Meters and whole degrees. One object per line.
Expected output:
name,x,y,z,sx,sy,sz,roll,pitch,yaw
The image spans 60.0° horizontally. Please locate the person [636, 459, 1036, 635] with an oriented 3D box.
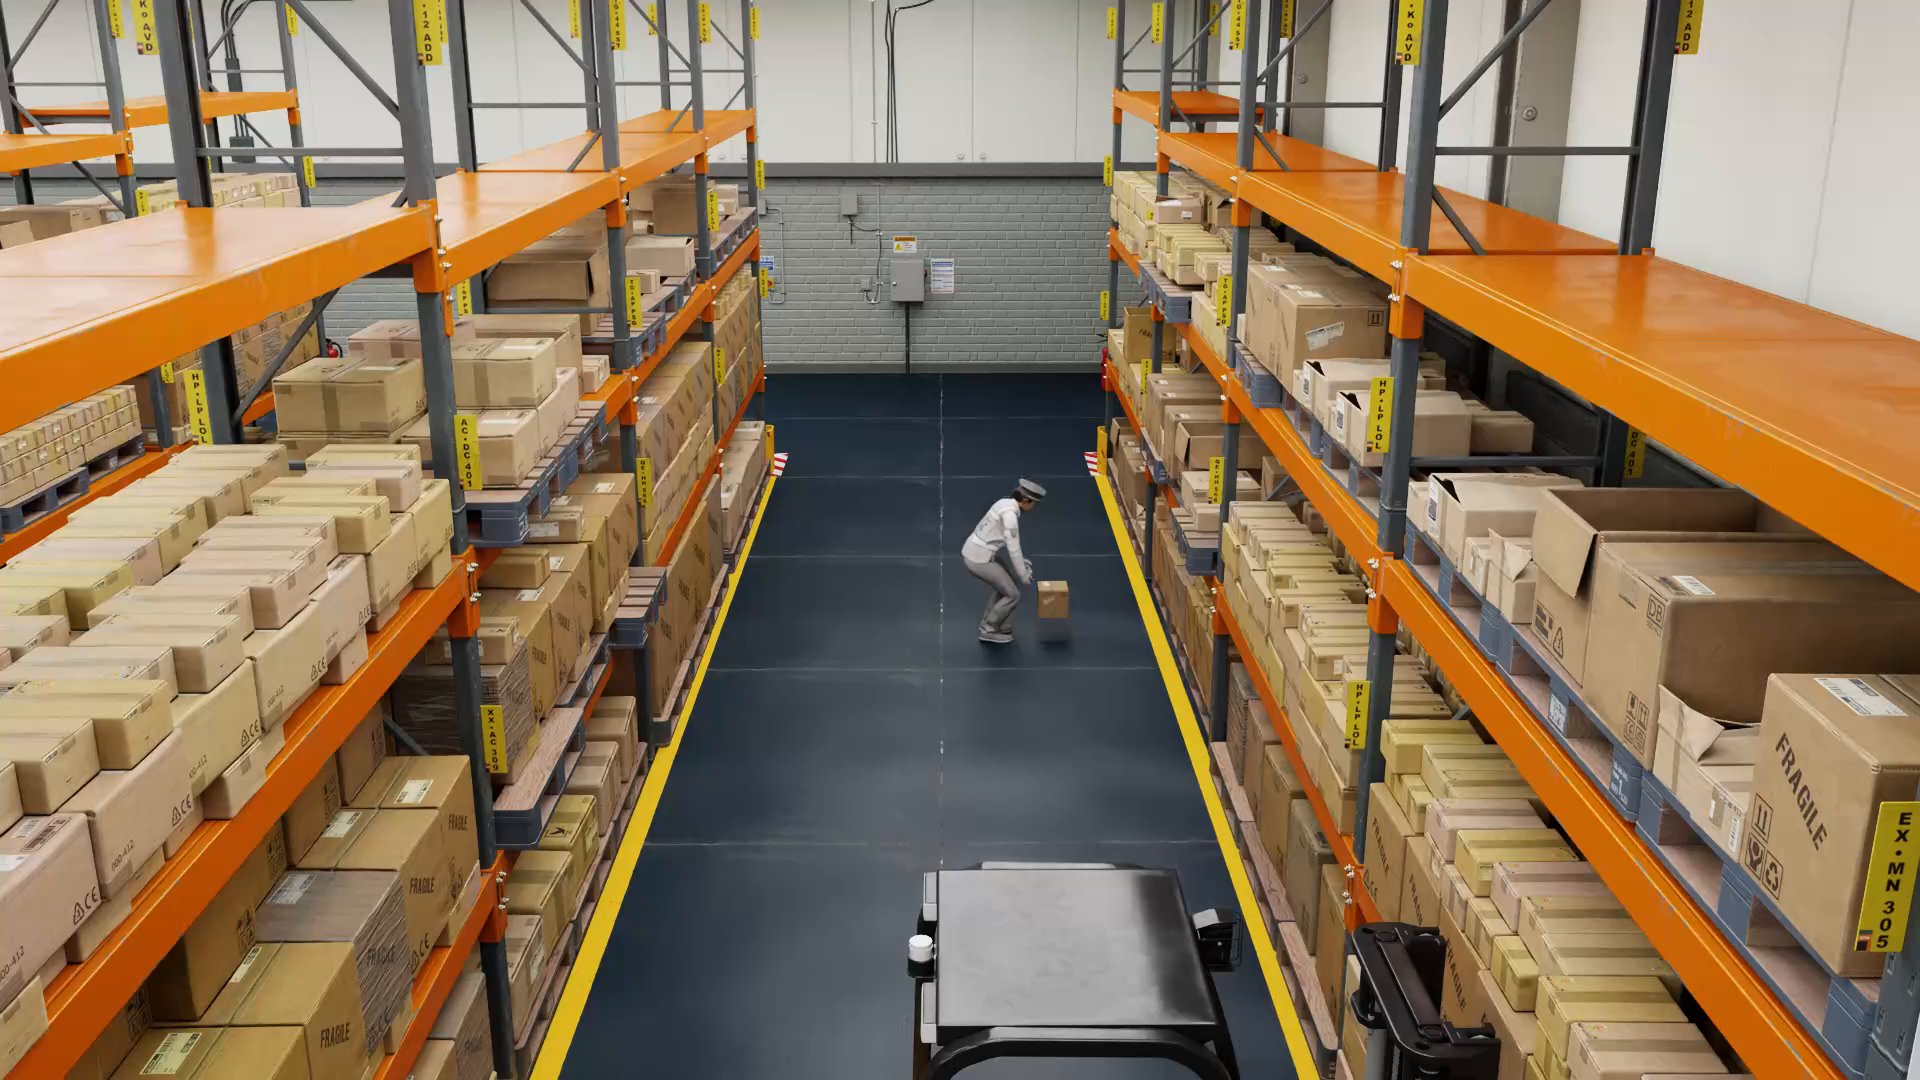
person,-2.796,0.542,11.405,6.986,2.202,5.623,0,17,-1
